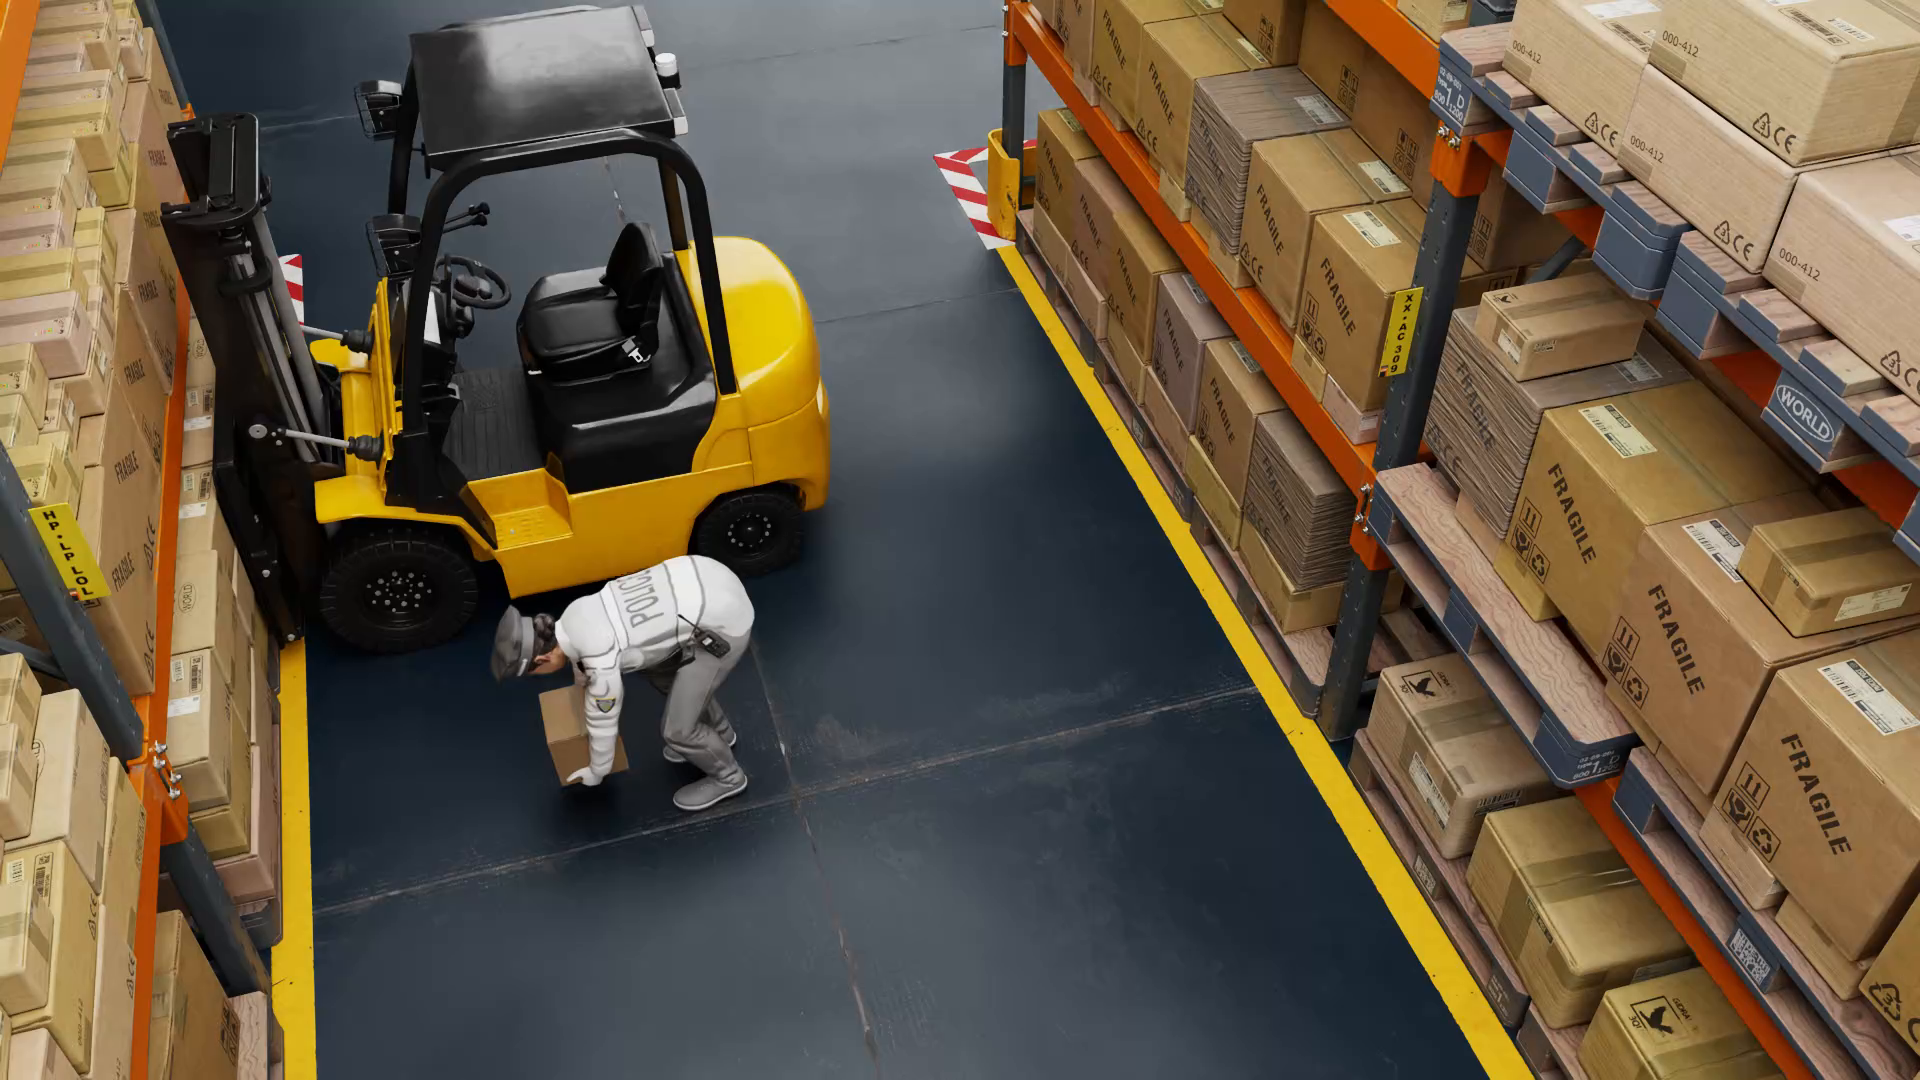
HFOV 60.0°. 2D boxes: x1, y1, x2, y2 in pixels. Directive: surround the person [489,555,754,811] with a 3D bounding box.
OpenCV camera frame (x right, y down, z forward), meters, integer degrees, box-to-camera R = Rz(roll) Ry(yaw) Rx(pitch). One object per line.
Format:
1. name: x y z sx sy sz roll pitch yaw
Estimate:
1. person: -1.181 0.563 6.018 0.924 1.030 0.424 -14 44 -14
